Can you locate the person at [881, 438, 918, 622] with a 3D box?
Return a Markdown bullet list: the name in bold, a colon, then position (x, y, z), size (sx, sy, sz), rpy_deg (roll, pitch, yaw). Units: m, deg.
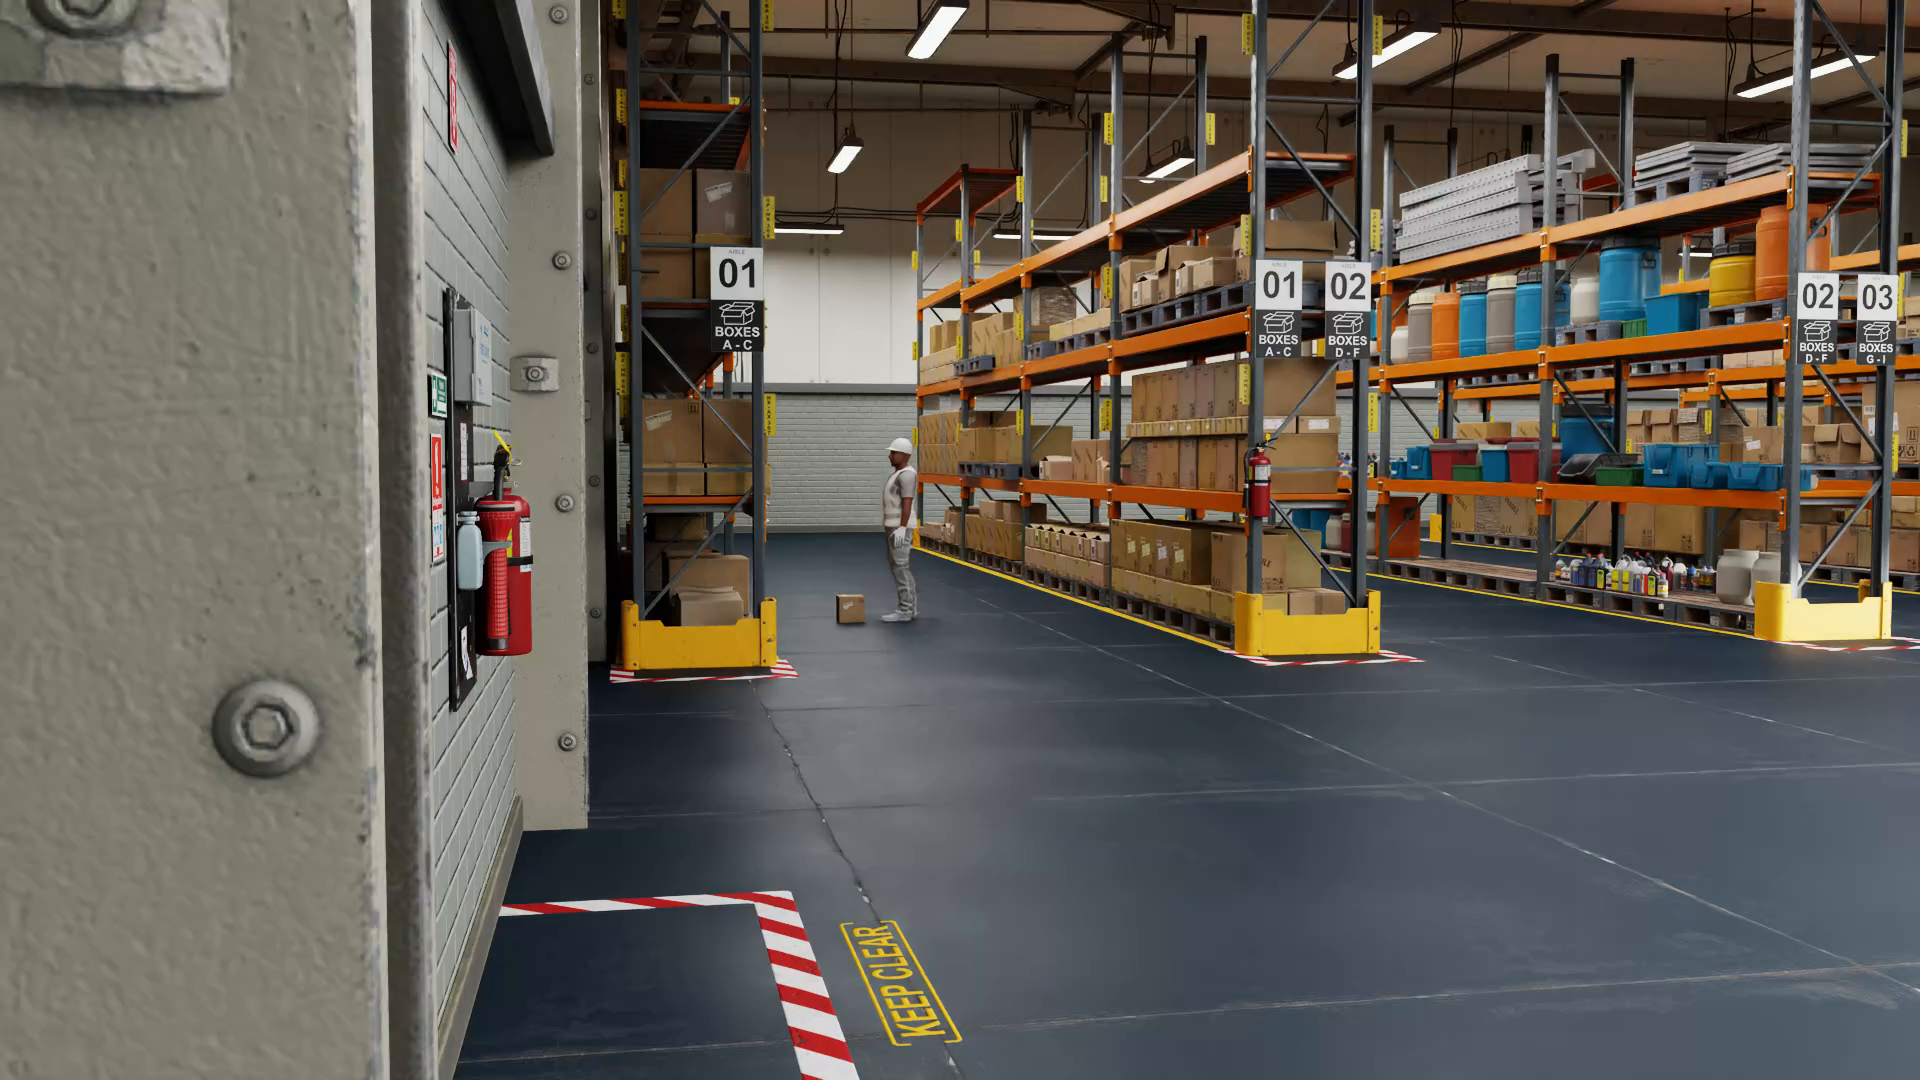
- **person**: position (-0.596, -0.077, 16.281), size (0.408, 1.837, 0.588), rpy_deg (-1, 3, -10)
